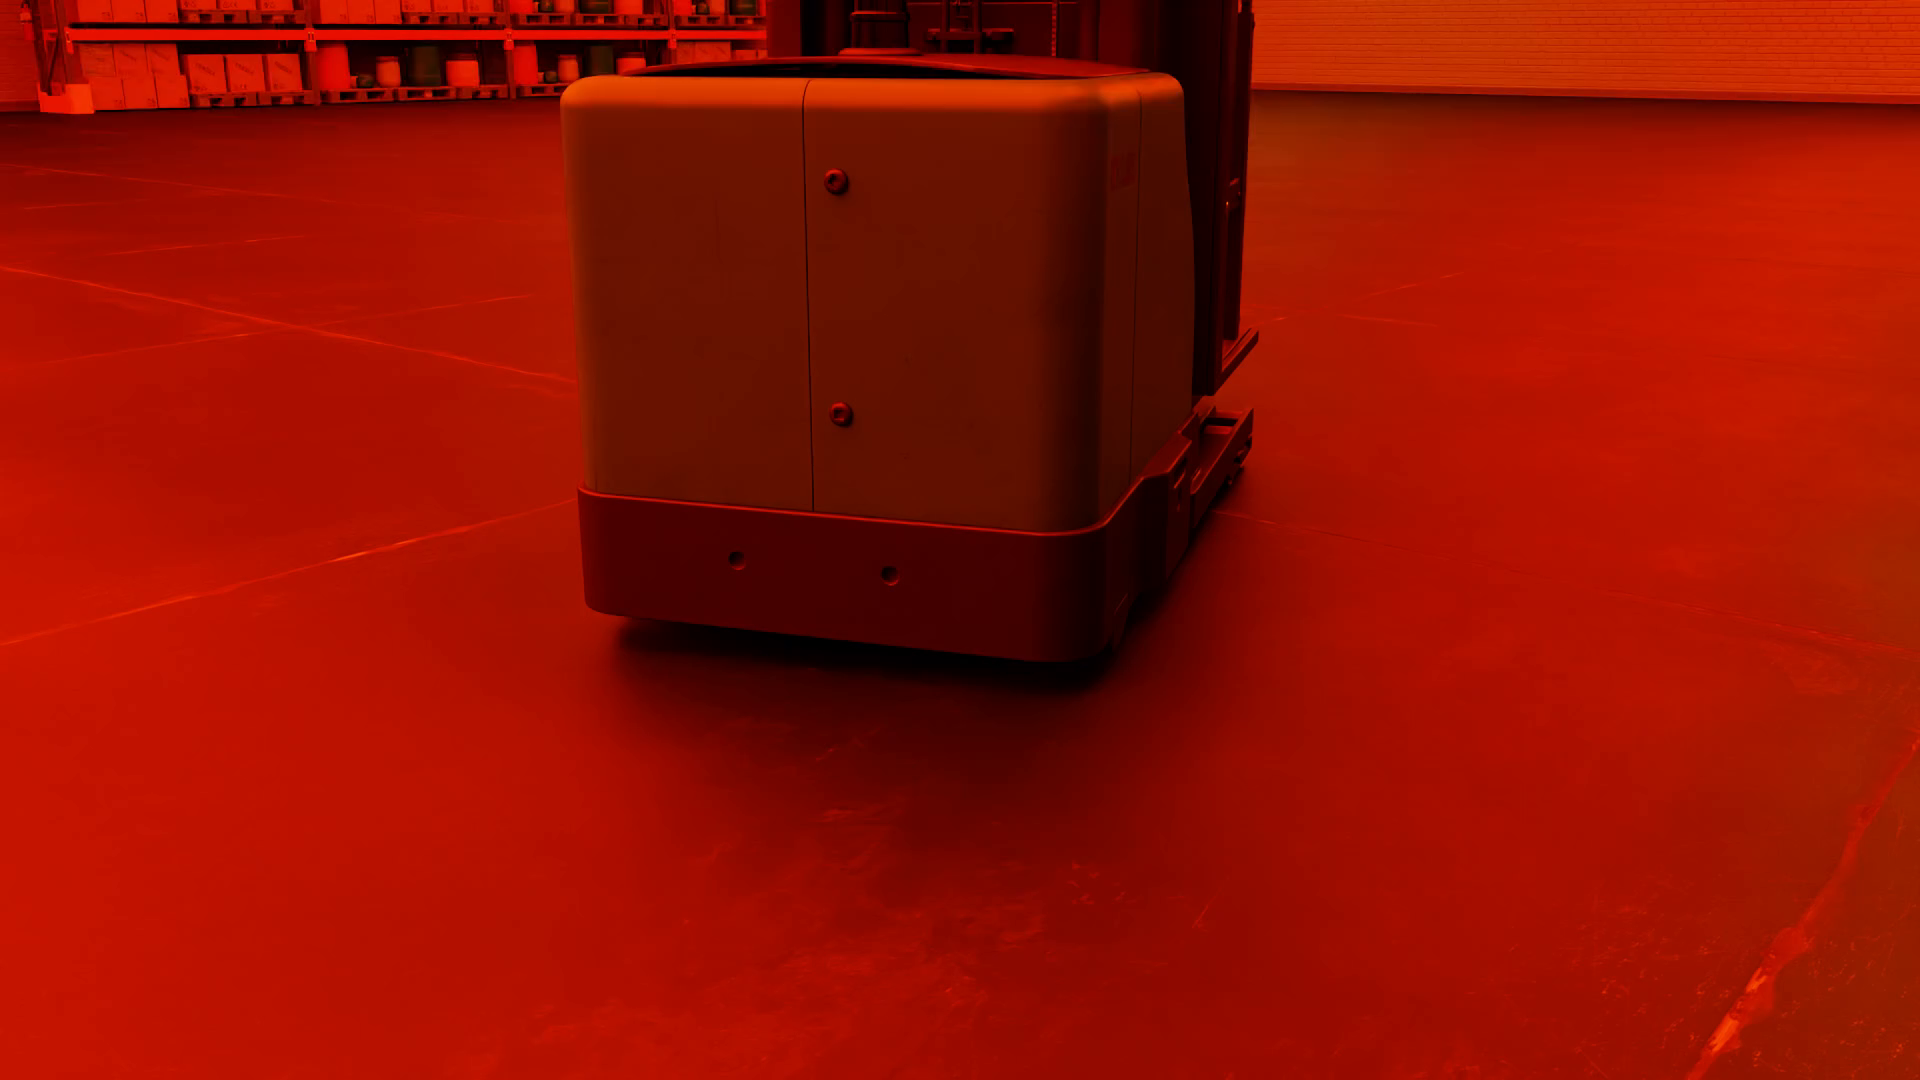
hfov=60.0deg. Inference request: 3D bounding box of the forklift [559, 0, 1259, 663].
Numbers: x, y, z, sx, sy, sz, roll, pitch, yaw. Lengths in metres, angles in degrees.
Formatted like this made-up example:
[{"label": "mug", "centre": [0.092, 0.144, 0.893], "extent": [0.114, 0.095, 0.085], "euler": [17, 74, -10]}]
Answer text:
[{"label": "forklift", "centre": [0.182, -1.571, 4.072], "extent": [1.130, 2.935, 3.031], "euler": [5, 18, 17]}]
